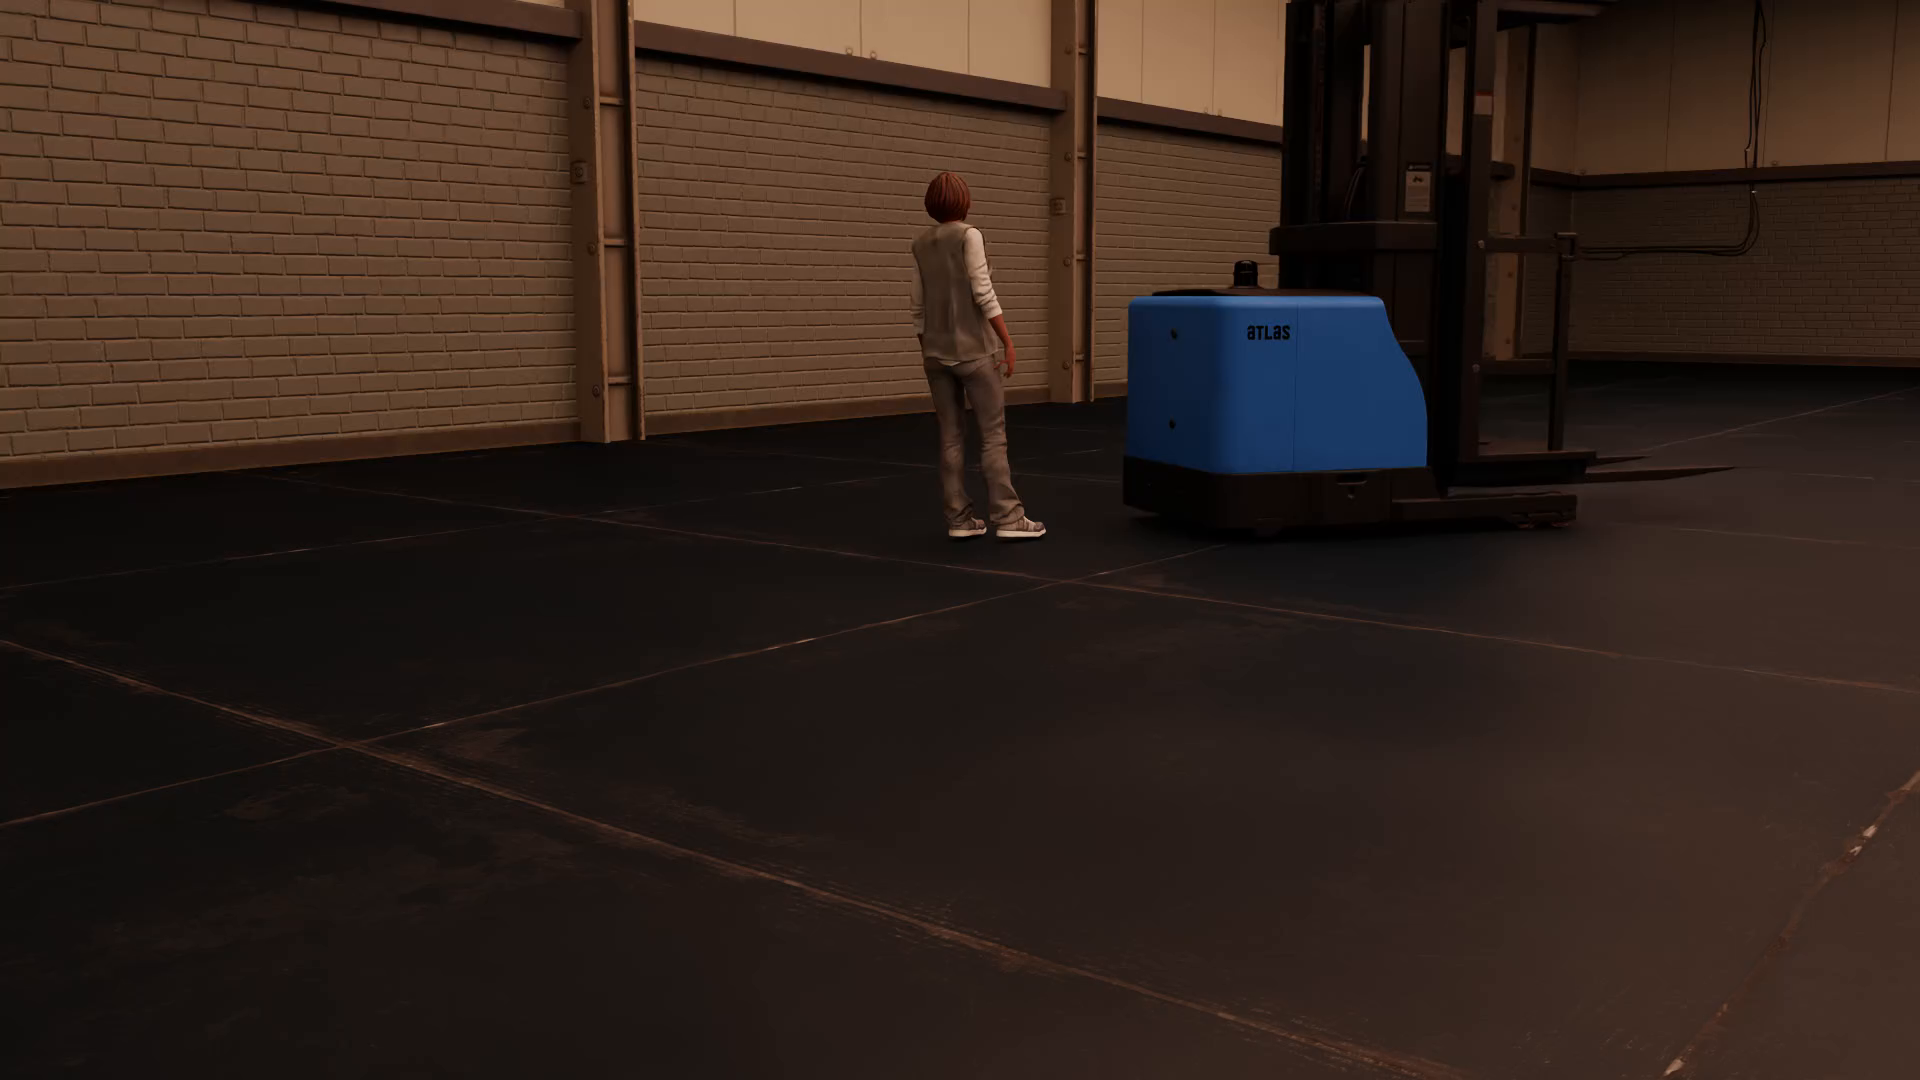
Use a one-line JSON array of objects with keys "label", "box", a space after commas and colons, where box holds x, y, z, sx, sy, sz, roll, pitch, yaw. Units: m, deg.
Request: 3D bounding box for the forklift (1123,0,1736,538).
[{"label": "forklift", "box": [2.367, -1.567, 7.988, 3.031, 2.935, 1.130, -3, 9, -19]}]

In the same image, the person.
[{"label": "person", "box": [0.058, -0.805, 7.336, 0.519, 1.598, 0.474, 7, 11, 38]}]
